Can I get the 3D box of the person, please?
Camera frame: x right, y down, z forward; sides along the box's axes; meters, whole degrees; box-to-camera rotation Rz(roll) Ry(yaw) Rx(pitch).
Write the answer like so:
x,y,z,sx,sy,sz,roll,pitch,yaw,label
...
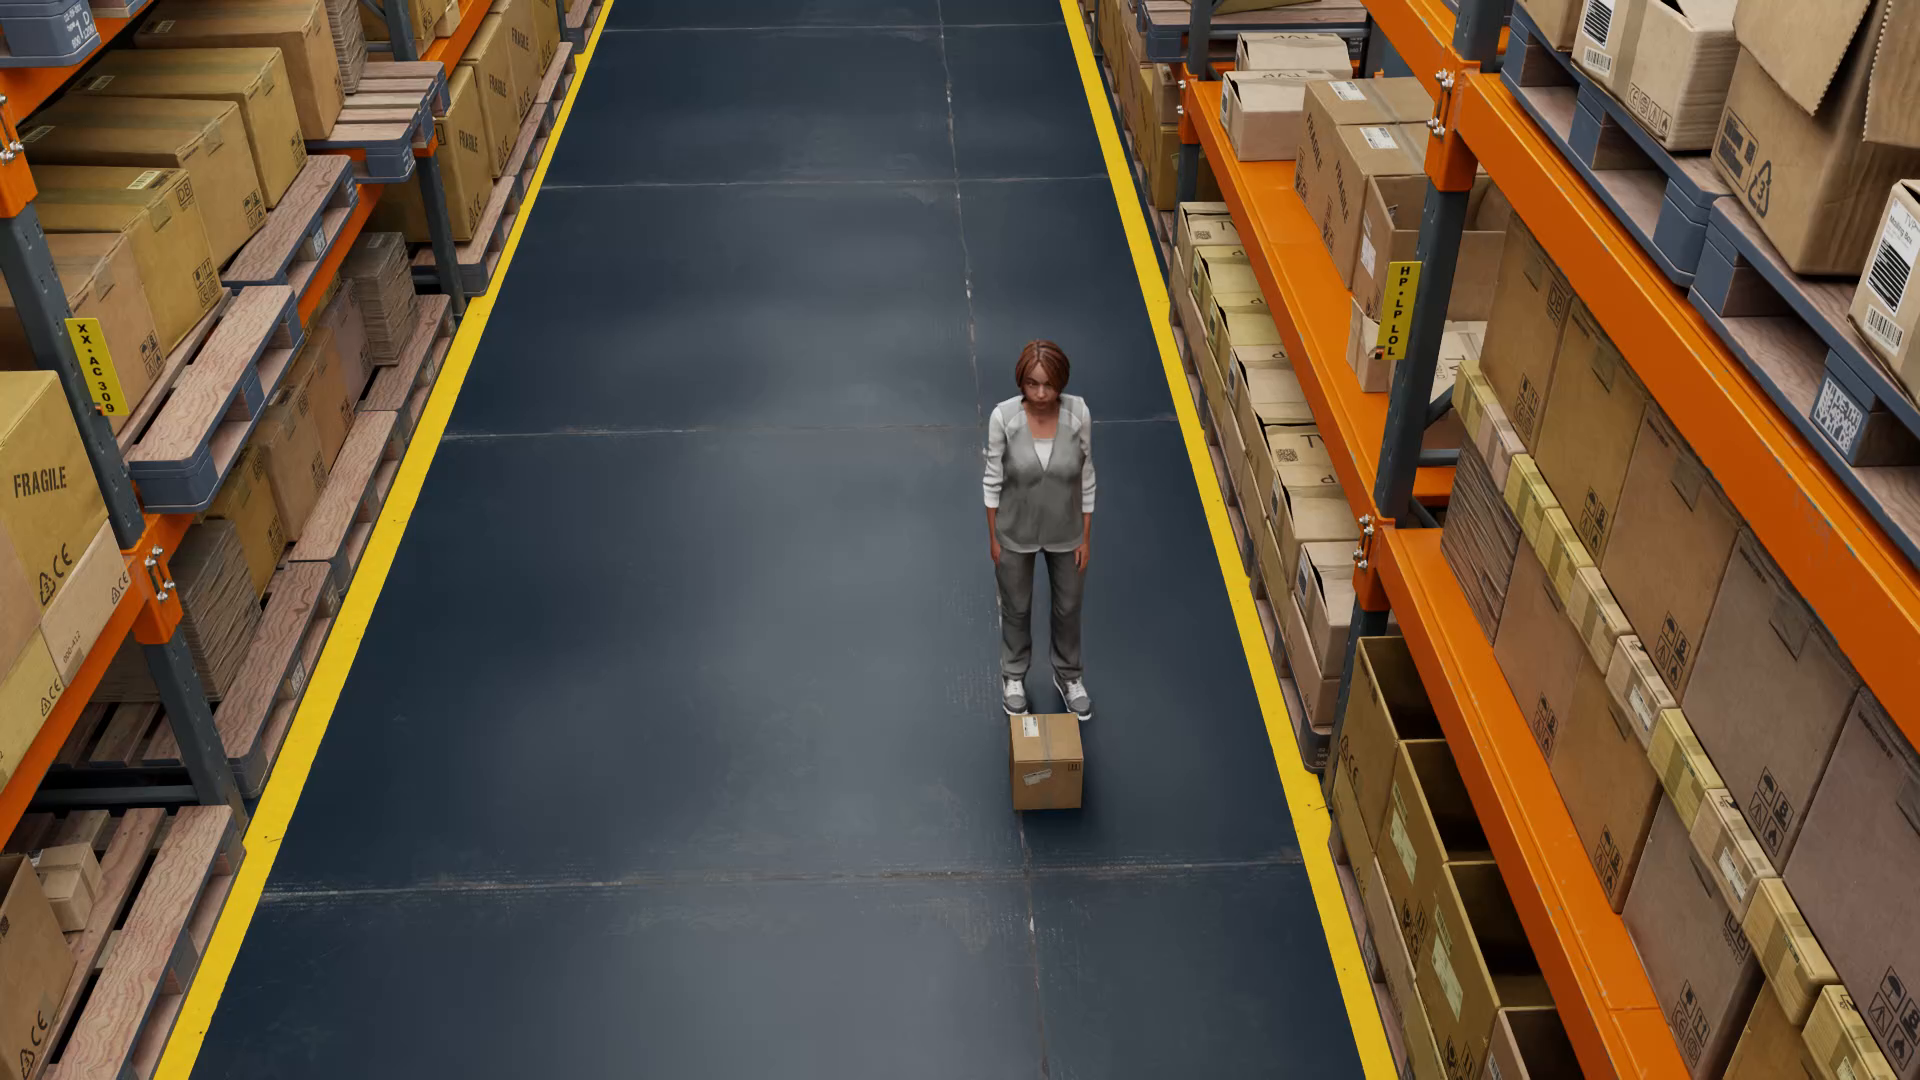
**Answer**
x,y,z,sx,sy,sz,roll,pitch,yaw,label
0.301,-0.013,6.163,0.433,1.622,0.312,-2,36,-2,person
